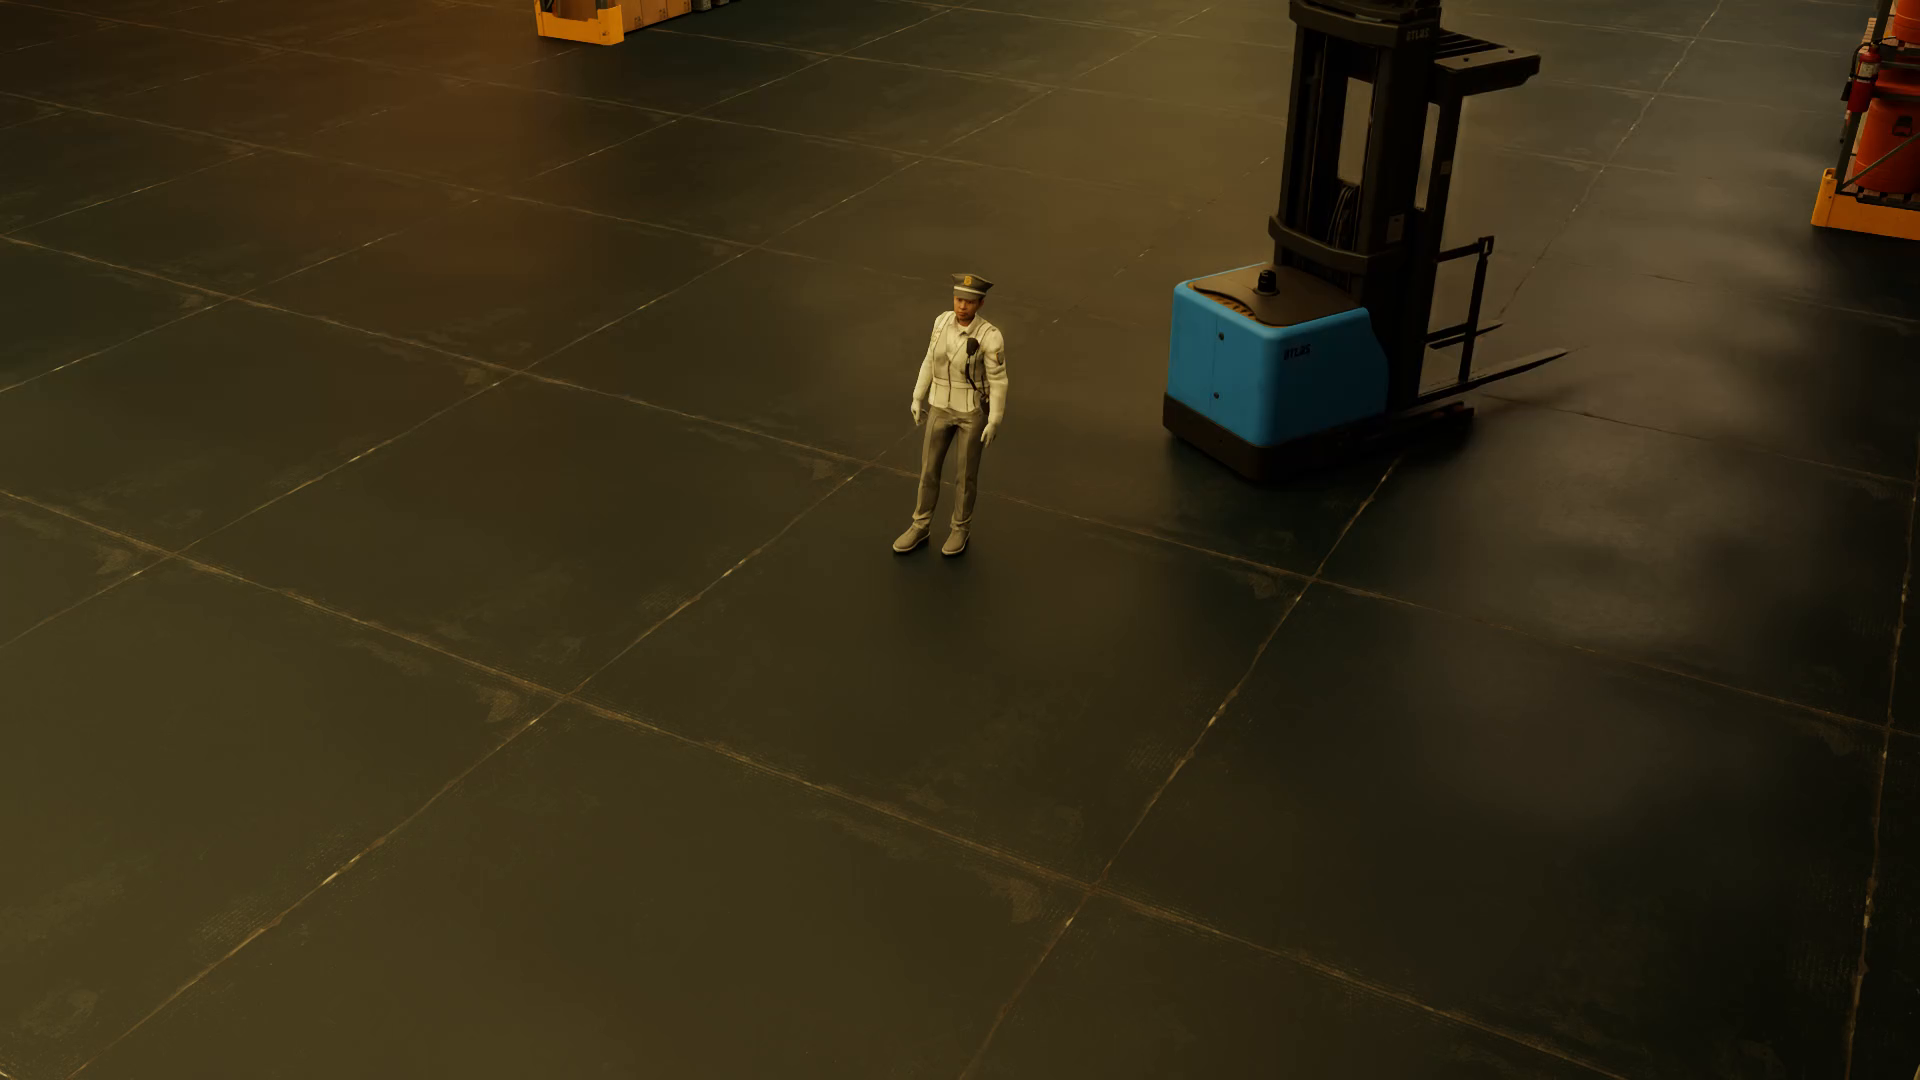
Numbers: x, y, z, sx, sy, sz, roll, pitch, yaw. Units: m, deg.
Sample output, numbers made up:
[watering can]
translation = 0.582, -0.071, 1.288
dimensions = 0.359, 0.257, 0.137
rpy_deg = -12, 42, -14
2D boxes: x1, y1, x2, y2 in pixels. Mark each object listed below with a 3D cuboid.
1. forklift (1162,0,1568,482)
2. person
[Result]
[forklift]
translation = 2.890, -2.176, 10.842
dimensions = 3.031, 2.935, 1.130
rpy_deg = -17, 34, -27
[person]
translation = -0.038, -0.712, 9.528
dimensions = 0.588, 1.696, 0.533
rpy_deg = 15, 33, 25
